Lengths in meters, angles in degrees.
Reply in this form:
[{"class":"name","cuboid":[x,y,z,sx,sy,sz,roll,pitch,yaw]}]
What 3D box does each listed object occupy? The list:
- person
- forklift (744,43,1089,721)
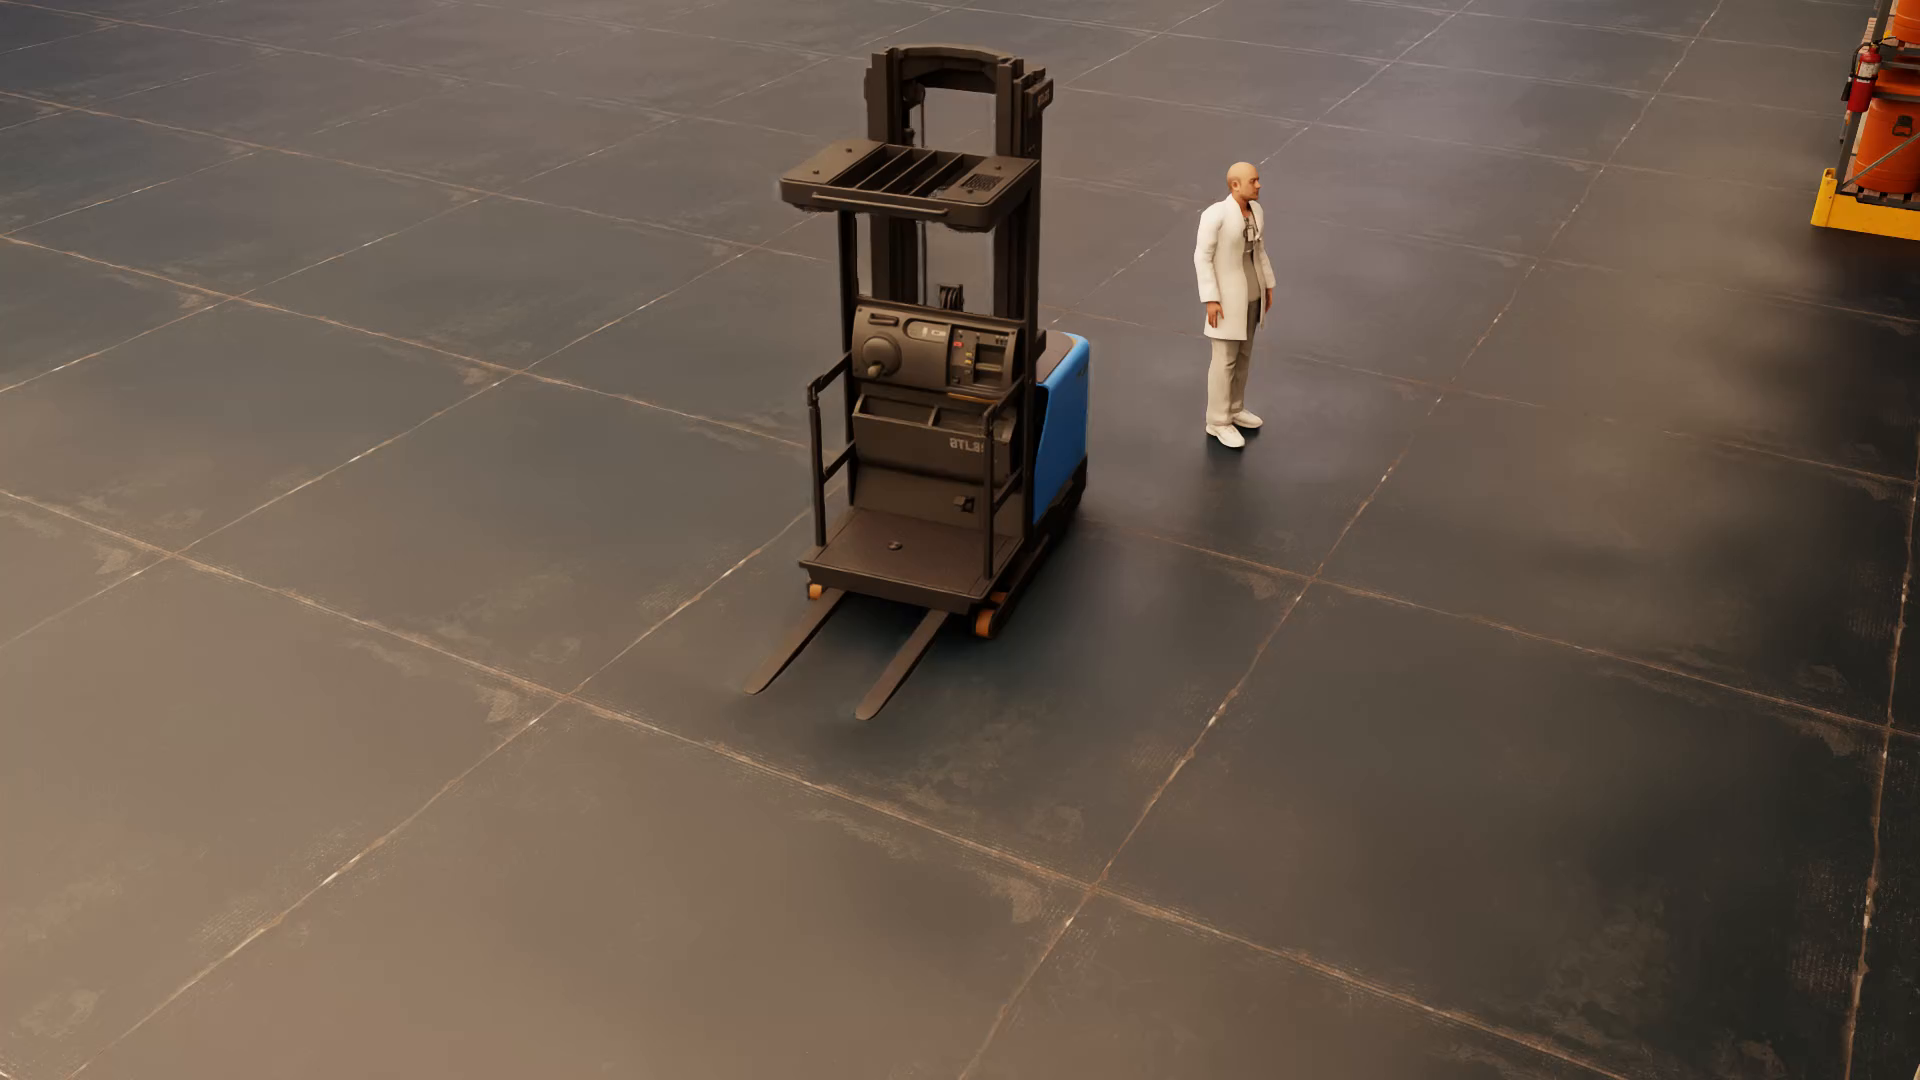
[{"class":"person","cuboid":[1.884,-1.563,10.919,0.695,1.775,0.582,-24,38,-36]},{"class":"forklift","cuboid":[-0.215,-0.968,8.747,1.130,2.935,3.031,11,32,18]}]
